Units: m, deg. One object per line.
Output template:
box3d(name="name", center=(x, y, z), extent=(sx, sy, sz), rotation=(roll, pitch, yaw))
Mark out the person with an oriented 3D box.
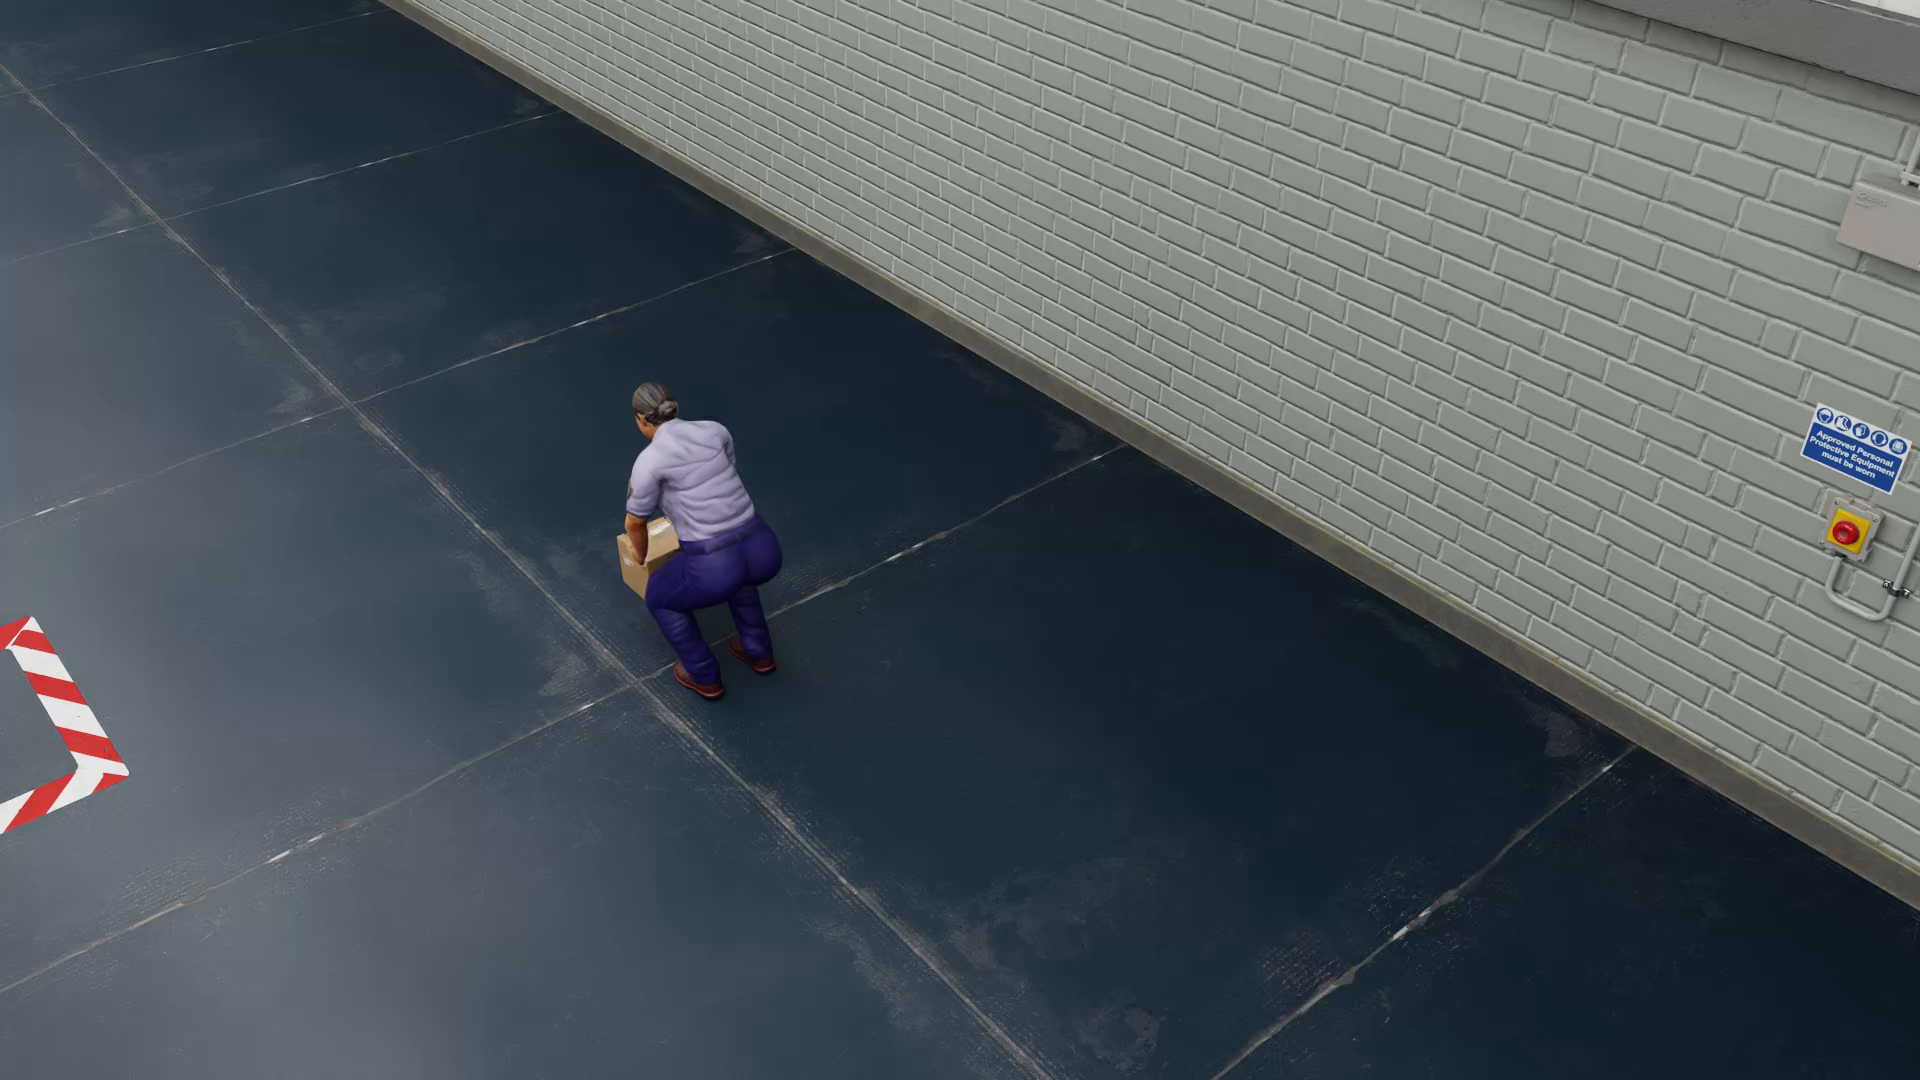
box3d(name="person", center=(-1.076, 0.030, 6.888), extent=(0.535, 1.341, 0.672), rotation=(-26, 43, -31))
